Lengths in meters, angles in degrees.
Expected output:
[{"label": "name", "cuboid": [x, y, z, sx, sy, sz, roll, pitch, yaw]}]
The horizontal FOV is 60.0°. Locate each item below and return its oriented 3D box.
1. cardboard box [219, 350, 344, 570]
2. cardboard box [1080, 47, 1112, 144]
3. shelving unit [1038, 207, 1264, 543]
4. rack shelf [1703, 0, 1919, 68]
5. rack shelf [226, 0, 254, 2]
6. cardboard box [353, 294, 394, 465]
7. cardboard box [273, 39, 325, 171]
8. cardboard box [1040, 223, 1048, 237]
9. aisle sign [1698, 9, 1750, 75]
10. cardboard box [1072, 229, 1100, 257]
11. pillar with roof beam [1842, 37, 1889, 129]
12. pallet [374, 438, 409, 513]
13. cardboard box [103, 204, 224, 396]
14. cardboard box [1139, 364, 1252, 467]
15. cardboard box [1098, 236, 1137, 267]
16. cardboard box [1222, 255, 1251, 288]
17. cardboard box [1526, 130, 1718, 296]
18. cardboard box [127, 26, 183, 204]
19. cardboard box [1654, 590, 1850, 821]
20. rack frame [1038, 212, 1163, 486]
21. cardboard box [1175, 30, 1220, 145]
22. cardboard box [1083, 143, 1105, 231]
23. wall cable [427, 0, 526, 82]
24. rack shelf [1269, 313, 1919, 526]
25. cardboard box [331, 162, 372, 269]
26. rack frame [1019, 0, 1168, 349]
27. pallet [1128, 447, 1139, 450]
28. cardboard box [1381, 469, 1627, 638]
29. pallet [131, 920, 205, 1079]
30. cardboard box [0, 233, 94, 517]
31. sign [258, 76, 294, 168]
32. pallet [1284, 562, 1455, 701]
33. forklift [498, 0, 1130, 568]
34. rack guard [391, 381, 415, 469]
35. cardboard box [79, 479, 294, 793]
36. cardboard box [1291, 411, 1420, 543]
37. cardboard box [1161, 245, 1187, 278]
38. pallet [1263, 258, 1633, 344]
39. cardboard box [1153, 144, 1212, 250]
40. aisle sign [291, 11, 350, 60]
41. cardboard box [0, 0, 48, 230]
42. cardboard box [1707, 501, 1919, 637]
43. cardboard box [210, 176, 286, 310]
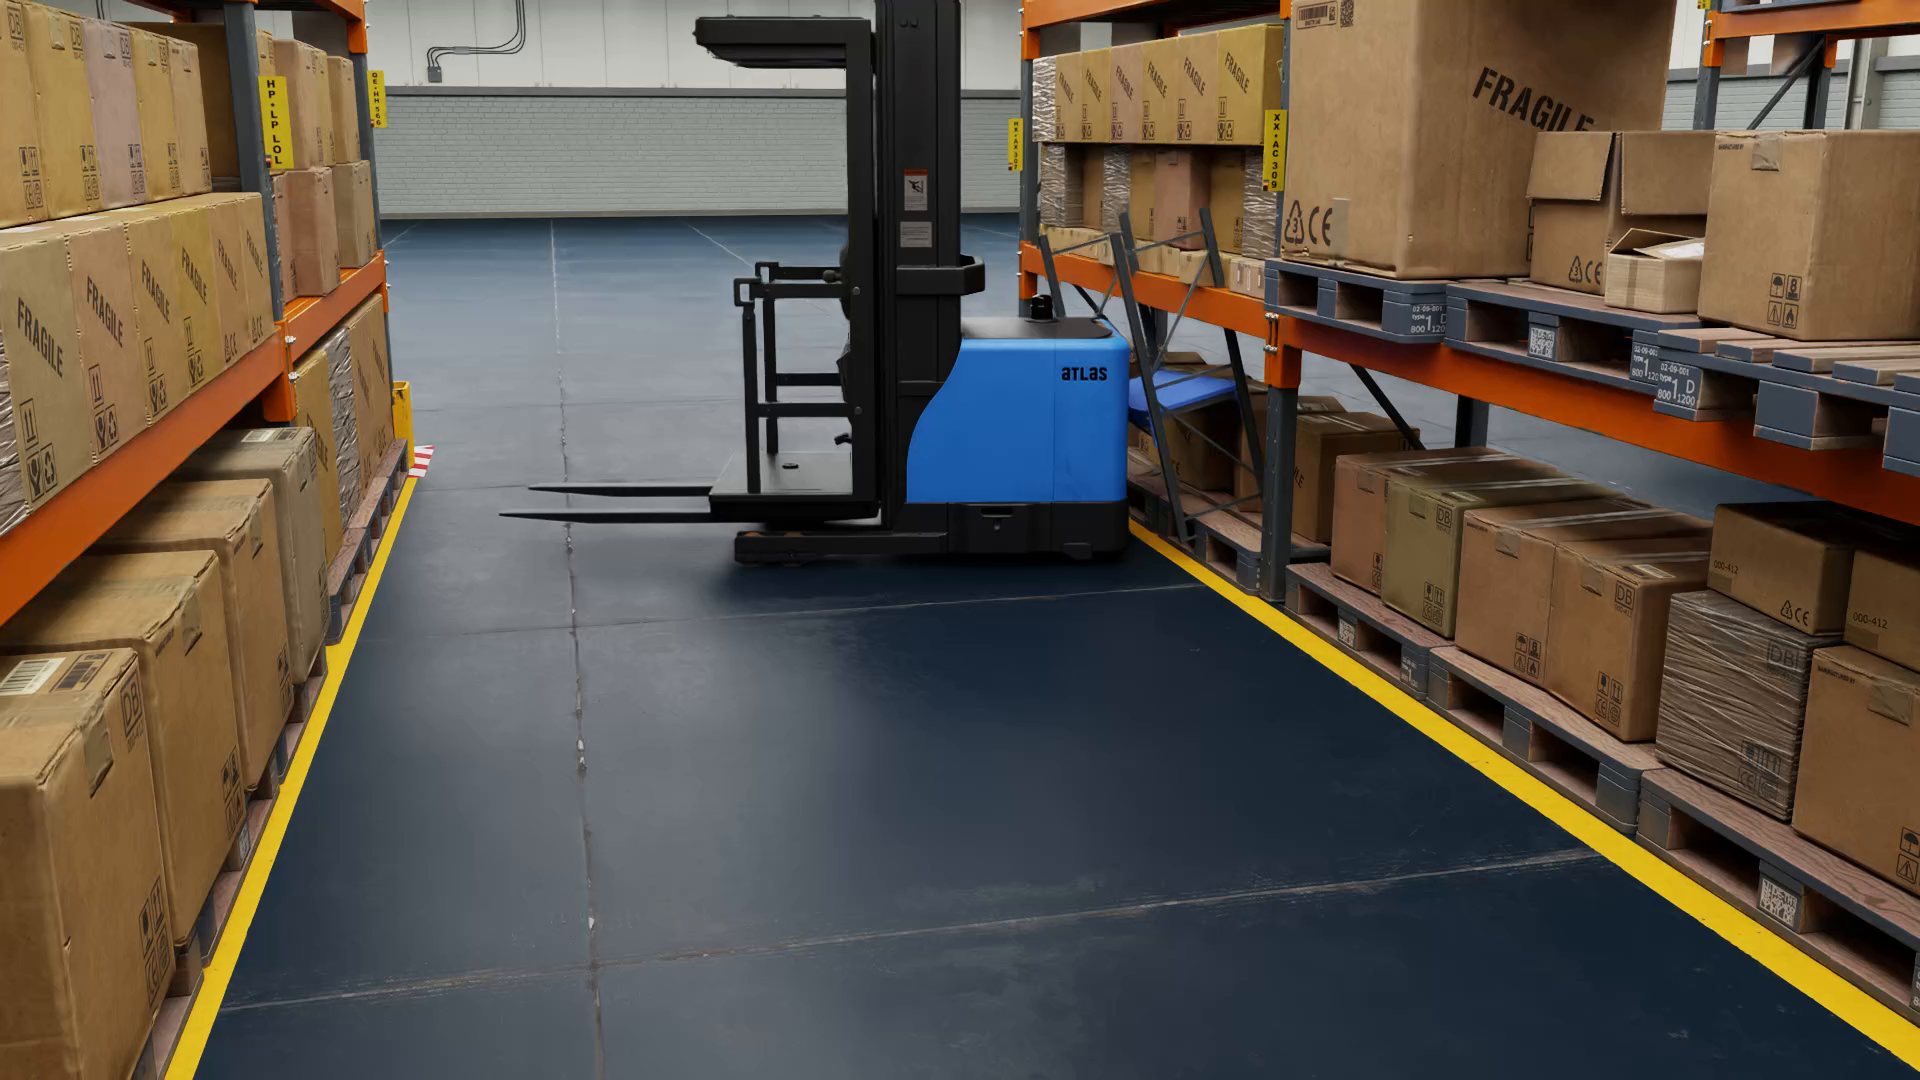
[{"label": "cardboard box", "cuboid": [-3.099, -0.285, 6.863, 0.875, 0.875, 0.875, -3, 14, -12]}, {"label": "cardboard box", "cuboid": [0.980, -2.445, 9.171, 0.500, 0.500, 0.500, -3, 14, -13]}, {"label": "shelving unit", "cuboid": [0.961, -0.850, 8.322, 0.538, 1.500, 1.048, -18, 14, -13]}, {"label": "rack shelf", "cuboid": [6.170, -3.062, 9.835, 1.077, 0.370, 4.000, -3, 14, -13]}, {"label": "rack shelf", "cuboid": [-2.550, -1.610, 3.892, 1.077, 0.370, 4.000, -3, 14, -13]}, {"label": "cardboard box", "cuboid": [-3.735, -0.906, 9.405, 0.875, 0.875, 0.875, -3, 14, -13]}, {"label": "cardboard box", "cuboid": [-3.308, -1.901, 7.295, 0.875, 0.550, 0.550, -3, 14, -13]}, {"label": "cardboard box", "cuboid": [0.721, -1.939, 10.571, 0.380, 0.149, 0.250, -3, 14, -13]}, {"label": "aisle sign", "cuboid": [5.399, -3.679, 11.687, 0.394, 0.787, 0.004, -3, 14, -13]}, {"label": "cardboard box", "cuboid": [0.885, -1.765, 9.859, 0.380, 0.149, 0.250, -3, 14, -13]}, {"label": "pillar with roof beam", "cuboid": [9.333, -8.297, 23.428, 9.100, 9.000, 0.400, -3, 14, -13]}, {"label": "pallet", "cuboid": [-3.695, -0.352, 9.422, 1.003, 0.211, 1.213, -3, 14, -13]}, {"label": "cardboard box", "cuboid": [-2.399, -0.674, 4.653, 0.500, 0.500, 0.500, -3, 14, -13]}, {"label": "cardboard box", "cuboid": [1.319, -0.703, 9.366, 0.500, 0.500, 0.500, -2, 14, -8]}, {"label": "cardboard box", "cuboid": [0.979, -1.587, 9.132, 0.380, 0.149, 0.250, -3, 14, -13]}, {"label": "cardboard box", "cuboid": [1.440, -1.247, 7.741, 0.380, 0.149, 0.250, -3, 14, -13]}, {"label": "cardboard box", "cuboid": [2.323, -1.076, 5.409, 0.797, 0.503, 0.637, -2, 14, -7]}, {"label": "cardboard box", "cuboid": [-2.774, -1.265, 4.968, 0.700, 0.500, 0.500, -4, 14, -14]}, {"label": "cardboard box", "cuboid": [2.446, 0.426, 4.704, 0.700, 0.500, 0.500, -5, 14, -18]}, {"label": "rack frame", "cuboid": [0.820, -0.933, 8.803, 0.500, 1.500, 0.032, -18, 14, -13]}, {"label": "cardboard box", "cuboid": [1.334, -2.099, 7.755, 0.500, 0.500, 0.500, -3, 14, -13]}, {"label": "cardboard box", "cuboid": [1.223, -2.096, 9.847, 0.875, 0.500, 0.500, -3, 14, -13]}, {"label": "wall cable", "cuboid": [-11.504, -13.865, 39.051, 2.305, 6.003, 0.169, -3, 14, -13]}, {"label": "rack shelf", "cuboid": [2.295, -0.406, 5.284, 1.077, 0.370, 4.000, -3, 14, -13]}, {"label": "cardboard box", "cuboid": [-3.677, -1.751, 8.956, 0.875, 0.550, 0.550, -3, 14, -13]}, {"label": "rack frame", "cuboid": [0.886, -2.140, 10.864, 1.000, 3.000, 0.127, -3, 14, -13]}, {"label": "pallet", "cuboid": [1.061, -0.578, 10.348, 1.003, 0.211, 1.213, -3, 14, -13]}, {"label": "cardboard box", "cuboid": [2.043, 0.038, 6.292, 0.700, 0.500, 0.500, -3, 14, -14]}, {"label": "pallet", "cuboid": [-2.192, 1.128, 3.367, 1.003, 0.211, 1.213, -3, 14, -13]}, {"label": "cardboard box", "cuboid": [-2.045, -0.325, 3.227, 0.500, 0.500, 0.500, -3, 14, -14]}, {"label": "sign", "cuboid": [-2.494, -1.520, 6.056, 0.100, 0.325, 0.005, -3, 14, -13]}, {"label": "pallet", "cuboid": [2.010, 0.317, 6.683, 1.003, 0.211, 1.213, -3, 14, -13]}, {"label": "forklift", "cuboid": [-0.716, -1.418, 8.055, 3.031, 2.935, 1.130, 0, 14, -1]}, {"label": "rack guard", "cuboid": [-3.964, -0.678, 10.148, 1.175, 0.500, 0.348, -3, 14, -13]}, {"label": "cardboard box", "cuboid": [-2.563, 0.286, 4.791, 1.050, 0.750, 0.750, -3, 14, -13]}, {"label": "cardboard box", "cuboid": [1.771, -0.301, 7.721, 0.500, 0.500, 0.500, -4, 14, -15]}, {"label": "cardboard box", "cuboid": [1.244, -1.419, 8.445, 0.380, 0.149, 0.250, -3, 14, -13]}, {"label": "pallet", "cuboid": [1.864, -0.939, 6.355, 1.003, 0.211, 1.213, -3, 14, -13]}, {"label": "cardboard box", "cuboid": [1.482, -1.744, 8.408, 0.875, 0.500, 0.500, -3, 14, -13]}, {"label": "aisle sign", "cuboid": [-3.684, -3.182, 9.655, 0.394, 0.787, 0.004, -3, 14, -13]}, {"label": "cardboard box", "cuboid": [-2.418, -0.914, 3.531, 0.700, 0.500, 0.500, -4, 14, -14]}, {"label": "cardboard box", "cuboid": [2.444, 0.068, 4.590, 0.500, 0.250, 0.500, -2, 14, -7]}, {"label": "cardboard box", "cuboid": [-3.118, -1.121, 6.379, 0.875, 0.550, 0.550, -3, 14, -13]}]
